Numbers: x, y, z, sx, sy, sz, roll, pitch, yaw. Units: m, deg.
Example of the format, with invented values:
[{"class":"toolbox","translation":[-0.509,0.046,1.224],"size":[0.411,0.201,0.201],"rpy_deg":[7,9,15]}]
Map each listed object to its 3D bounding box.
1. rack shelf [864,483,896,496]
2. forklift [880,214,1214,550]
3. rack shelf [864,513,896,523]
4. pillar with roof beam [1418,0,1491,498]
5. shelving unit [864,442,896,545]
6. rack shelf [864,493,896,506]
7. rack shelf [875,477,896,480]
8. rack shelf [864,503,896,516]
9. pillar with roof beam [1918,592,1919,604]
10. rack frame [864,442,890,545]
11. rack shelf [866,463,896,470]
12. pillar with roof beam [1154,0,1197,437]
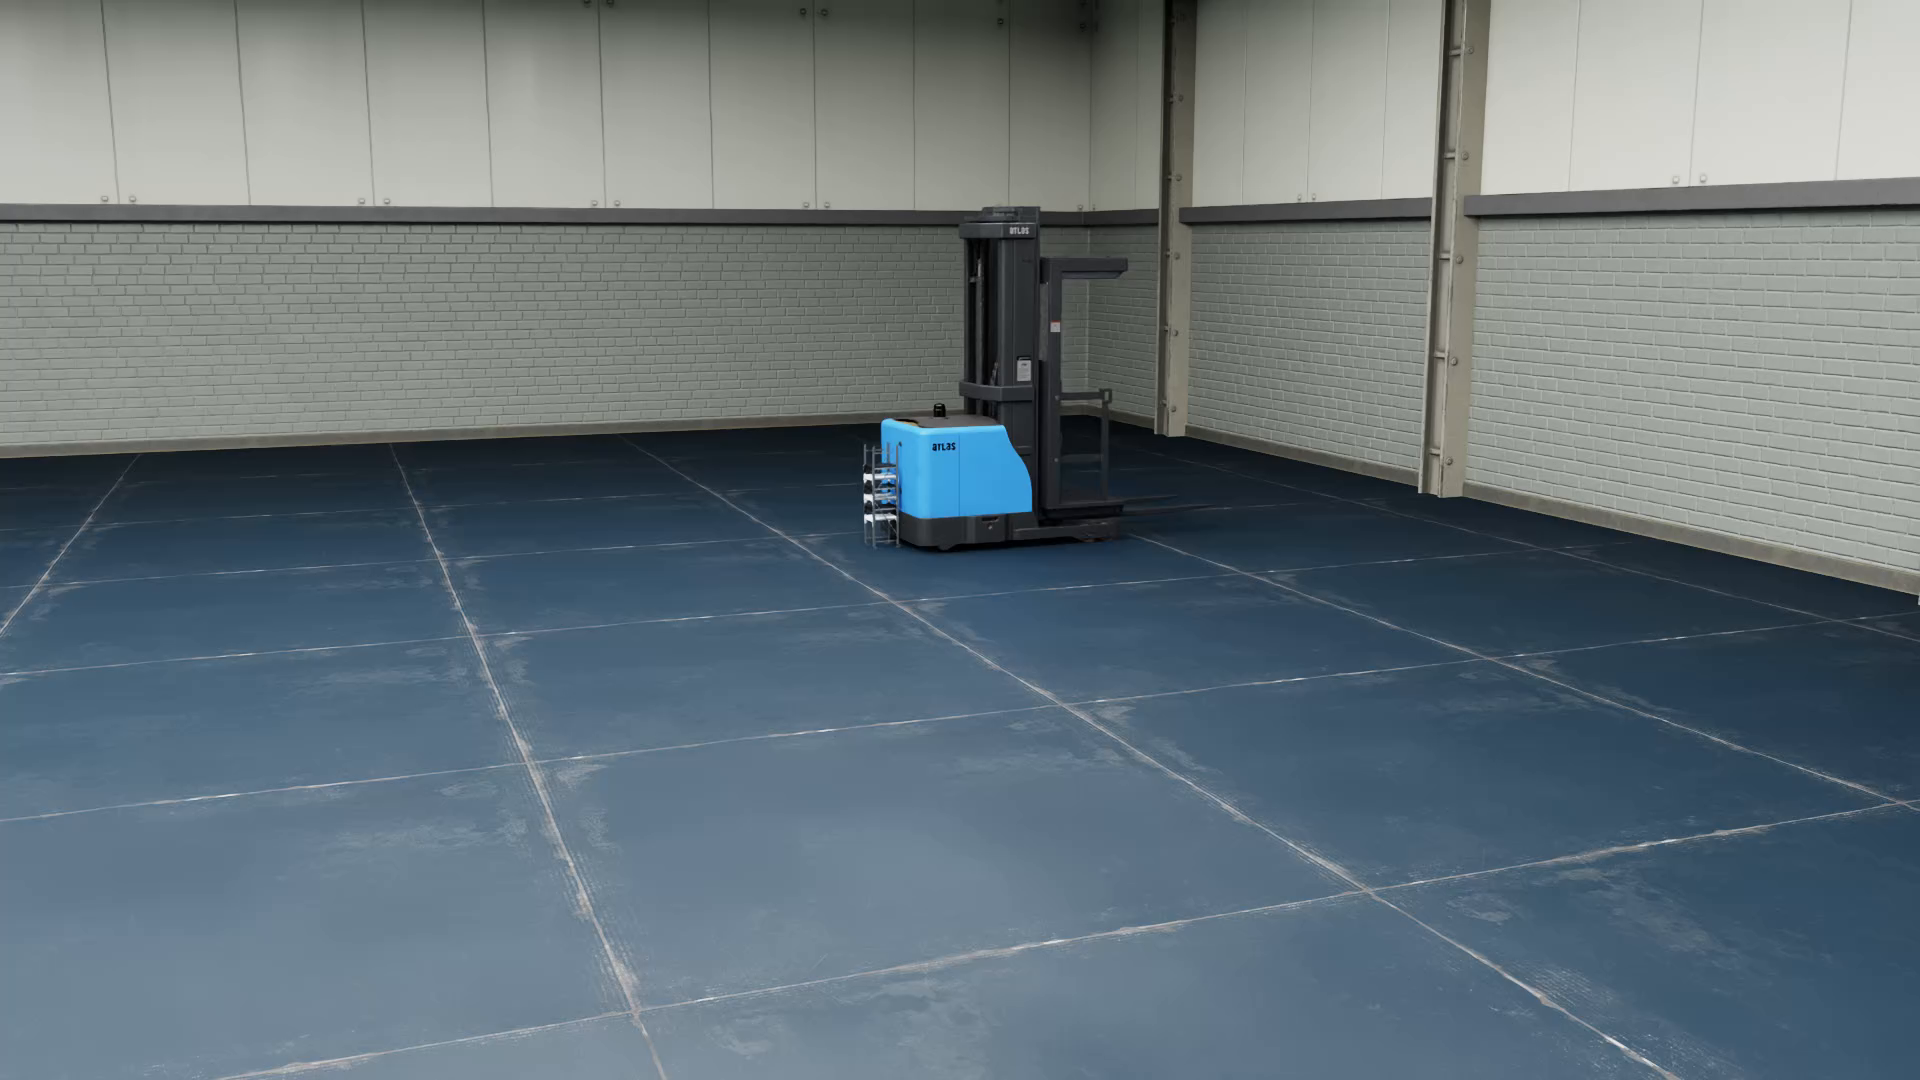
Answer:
[{"class":"rack shelf","translation":[-0.687,-0.445,14.527],"size":[0.258,0.077,0.200],"rpy_deg":[-5,11,-24]},{"class":"forklift","translation":[0.846,-1.468,14.988],"size":[3.031,2.867,1.129],"rpy_deg":[-4,11,-23]},{"class":"rack shelf","translation":[-0.687,-0.179,14.574],"size":[0.258,0.077,0.200],"rpy_deg":[-5,11,-24]},{"class":"pillar with roof beam","translation":[1.093,-4.642,15.321],"size":[9.100,9.000,0.400],"rpy_deg":[-4,11,-21]},{"class":"shelving unit","translation":[-0.688,-0.389,14.539],"size":[0.258,0.900,0.205],"rpy_deg":[-5,11,-24]},{"class":"rack shelf","translation":[-0.687,-0.356,14.543],"size":[0.258,0.077,0.200],"rpy_deg":[-5,11,-24]},{"class":"rack shelf","translation":[-0.687,-0.548,14.509],"size":[0.199,0.015,0.184],"rpy_deg":[-5,11,-24]},{"class":"rack shelf","translation":[-0.687,-0.267,14.559],"size":[0.258,0.077,0.200],"rpy_deg":[-5,11,-24]},{"class":"pillar with roof beam","translation":[3.267,-3.663,9.816],"size":[9.100,9.000,0.400],"rpy_deg":[-4,11,-21]},{"class":"rack frame","translation":[-0.729,-0.405,14.628],"size":[0.240,0.900,0.006],"rpy_deg":[-5,11,-24]},{"class":"rack shelf","translation":[-0.687,-0.642,14.492],"size":[0.221,0.026,0.190],"rpy_deg":[-5,11,-24]},{"class":"pillar with roof beam","translation":[-1.081,-5.621,20.827],"size":[9.100,9.000,0.400],"rpy_deg":[-4,11,-21]}]
